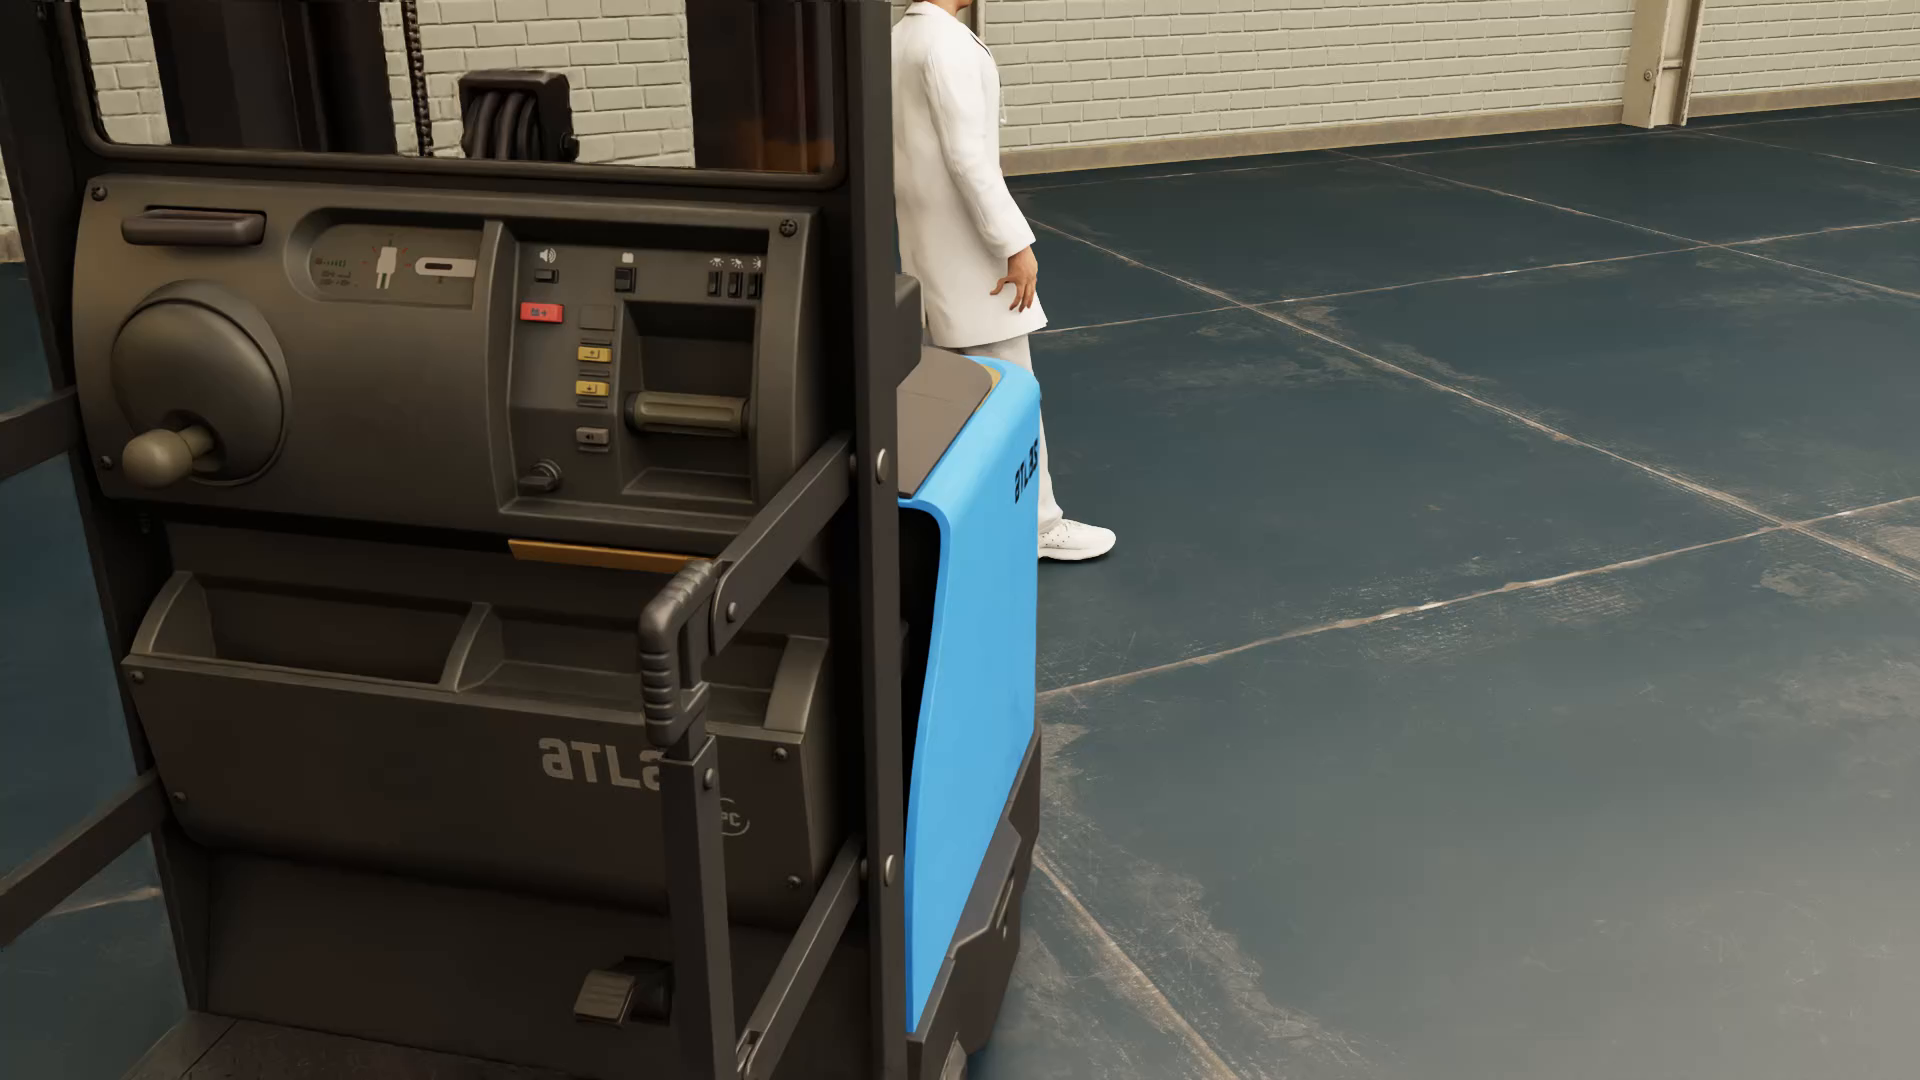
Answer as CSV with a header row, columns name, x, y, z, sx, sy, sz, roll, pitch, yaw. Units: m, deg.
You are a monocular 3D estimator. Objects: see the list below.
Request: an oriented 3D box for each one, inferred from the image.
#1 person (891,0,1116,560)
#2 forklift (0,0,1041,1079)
name,x,y,z,sx,sy,sz,roll,pitch,yaw
person,0.084,-0.840,4.794,0.581,1.775,0.694,-10,25,-23
forklift,-0.671,-0.197,1.761,1.130,2.935,3.031,5,23,12
